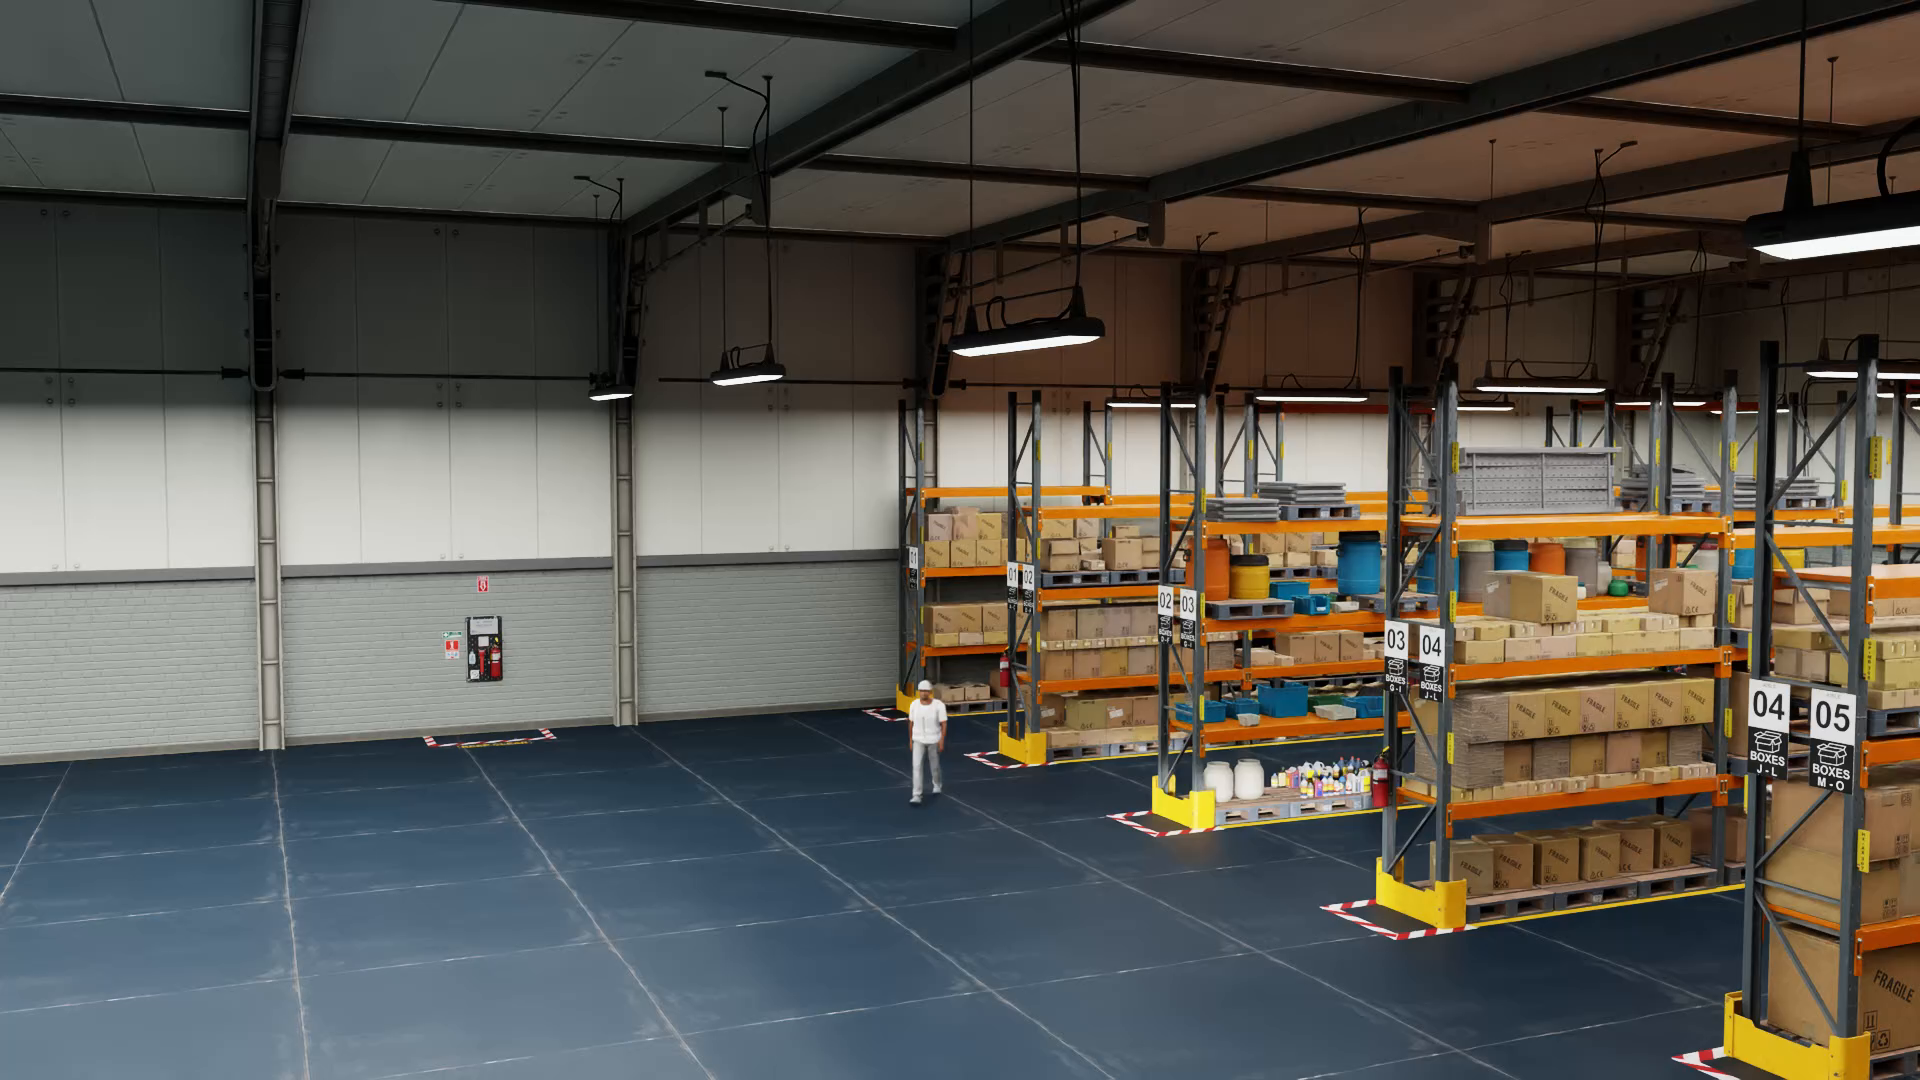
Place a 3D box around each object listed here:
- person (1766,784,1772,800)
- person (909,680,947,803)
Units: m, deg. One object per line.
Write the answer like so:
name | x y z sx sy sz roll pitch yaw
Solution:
person | 11.320 2.918 23.221 0.533 1.786 0.577 -1 4 -22
person | -0.478 2.895 23.961 0.597 1.736 0.984 1 3 12
